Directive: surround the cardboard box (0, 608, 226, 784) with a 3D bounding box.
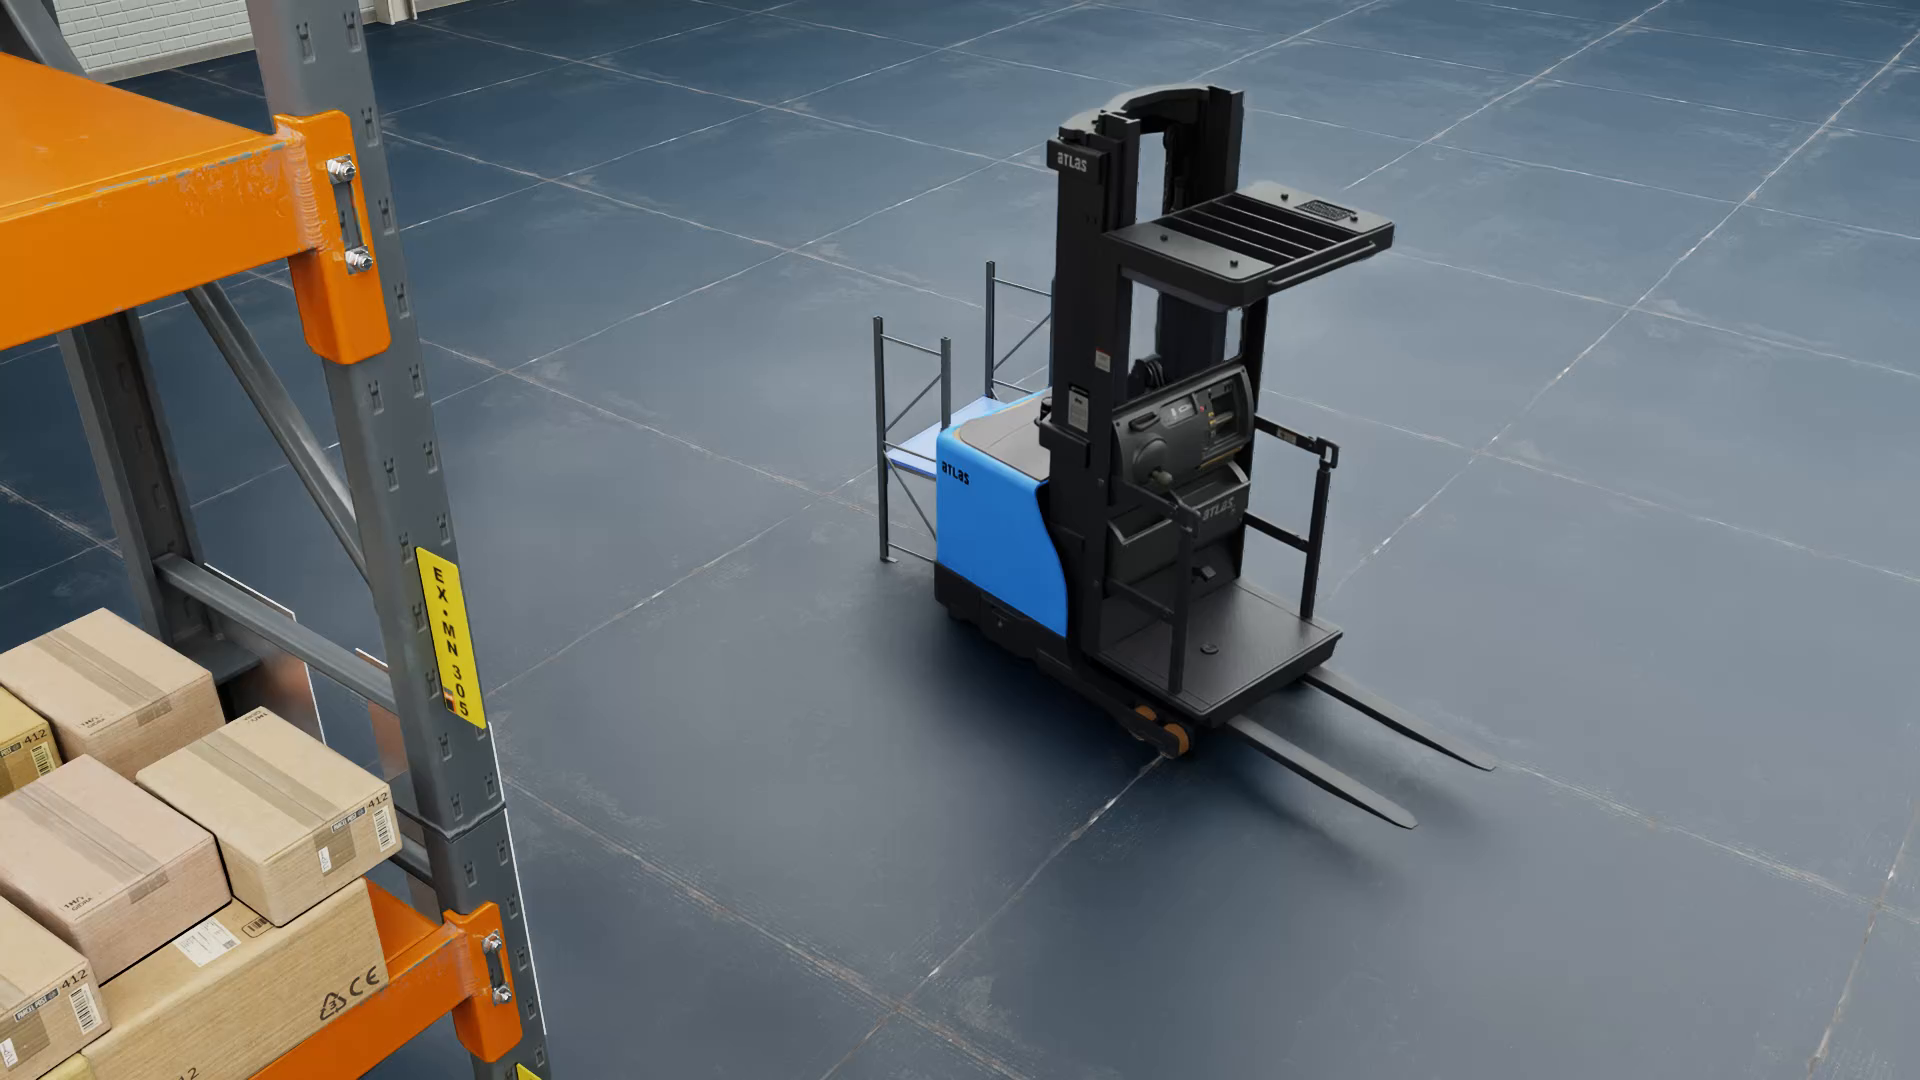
[{"bbox_3d":[-1.629,0.302,3.169,0.380,0.149,0.250,21,36,31],"label":"cardboard box"}]

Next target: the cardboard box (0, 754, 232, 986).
[{"bbox_3d":[-1.448,0.540,2.767,0.380,0.149,0.250,20,36,30],"label":"cardboard box"}]

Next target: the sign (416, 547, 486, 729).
[{"bbox_3d":[-0.848,0.167,2.773,0.100,0.325,0.005,21,37,31],"label":"sign"}]

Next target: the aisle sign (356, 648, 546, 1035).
[{"bbox_3d":[-1.001,0.608,3.289,0.394,0.787,0.004,21,37,31],"label":"aisle sign"}]

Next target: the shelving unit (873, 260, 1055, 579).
[{"bbox_3d":[0.051,-0.680,9.483,0.538,1.500,1.048,21,37,31],"label":"shelving unit"}]

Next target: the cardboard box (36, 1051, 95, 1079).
[{"bbox_3d":[-1.666,0.911,2.532,0.500,0.250,0.500,21,37,32],"label":"cardboard box"}]

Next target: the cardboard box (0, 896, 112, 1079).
[{"bbox_3d":[-1.525,0.685,2.523,0.380,0.149,0.250,19,36,29],"label":"cardboard box"}]

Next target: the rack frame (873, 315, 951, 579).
[{"bbox_3d":[-0.255,-0.473,9.135,0.500,1.500,0.032,21,37,31],"label":"rack frame"}]

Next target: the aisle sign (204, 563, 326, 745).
[{"bbox_3d":[-1.480,0.423,3.601,0.394,0.787,0.004,21,37,31],"label":"aisle sign"}]

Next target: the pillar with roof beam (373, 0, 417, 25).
[{"bbox_3d":[-3.601,-9.045,16.243,9.100,9.000,0.400,21,37,31],"label":"pillar with roof beam"}]

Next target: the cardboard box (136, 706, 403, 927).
[{"bbox_3d":[-1.197,0.471,2.885,0.380,0.149,0.250,21,37,31],"label":"cardboard box"}]

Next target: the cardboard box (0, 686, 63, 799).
[{"bbox_3d":[-1.862,0.378,3.041,0.380,0.149,0.250,22,37,32],"label":"cardboard box"}]

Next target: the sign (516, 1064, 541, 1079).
[{"bbox_3d":[-0.848,1.204,3.388,0.100,0.325,0.005,21,37,31],"label":"sign"}]

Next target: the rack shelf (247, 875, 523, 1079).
[{"bbox_3d":[-2.485,1.491,2.112,1.077,0.370,4.000,21,37,31],"label":"rack shelf"}]

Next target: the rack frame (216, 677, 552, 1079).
[{"bbox_3d":[-1.278,1.659,4.066,1.000,3.000,0.127,21,37,31],"label":"rack frame"}]

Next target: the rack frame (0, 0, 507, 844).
[{"bbox_3d":[-1.278,-0.922,2.536,1.000,3.000,0.127,21,37,31],"label":"rack frame"}]

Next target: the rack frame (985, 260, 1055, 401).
[{"bbox_3d":[0.358,-0.887,9.832,0.500,1.500,0.032,21,37,31],"label":"rack frame"}]

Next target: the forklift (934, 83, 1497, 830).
[{"bbox_3d":[1.211,-0.499,7.775,1.130,2.935,3.031,-24,38,-35],"label":"forklift"}]

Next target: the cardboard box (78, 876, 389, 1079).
[{"bbox_3d":[-1.367,0.707,2.876,0.500,0.250,0.500,22,37,32],"label":"cardboard box"}]

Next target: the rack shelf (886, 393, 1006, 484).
[{"bbox_3d":[0.051,-0.525,9.575,0.538,0.185,1.000,21,37,31],"label":"rack shelf"}]

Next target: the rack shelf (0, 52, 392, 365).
[{"bbox_3d":[-2.485,0.202,1.349,1.077,0.370,4.000,21,37,31],"label":"rack shelf"}]

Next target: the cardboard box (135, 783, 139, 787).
[{"bbox_3d":[-1.775,0.549,3.143,0.500,0.250,0.500,22,37,33],"label":"cardboard box"}]
